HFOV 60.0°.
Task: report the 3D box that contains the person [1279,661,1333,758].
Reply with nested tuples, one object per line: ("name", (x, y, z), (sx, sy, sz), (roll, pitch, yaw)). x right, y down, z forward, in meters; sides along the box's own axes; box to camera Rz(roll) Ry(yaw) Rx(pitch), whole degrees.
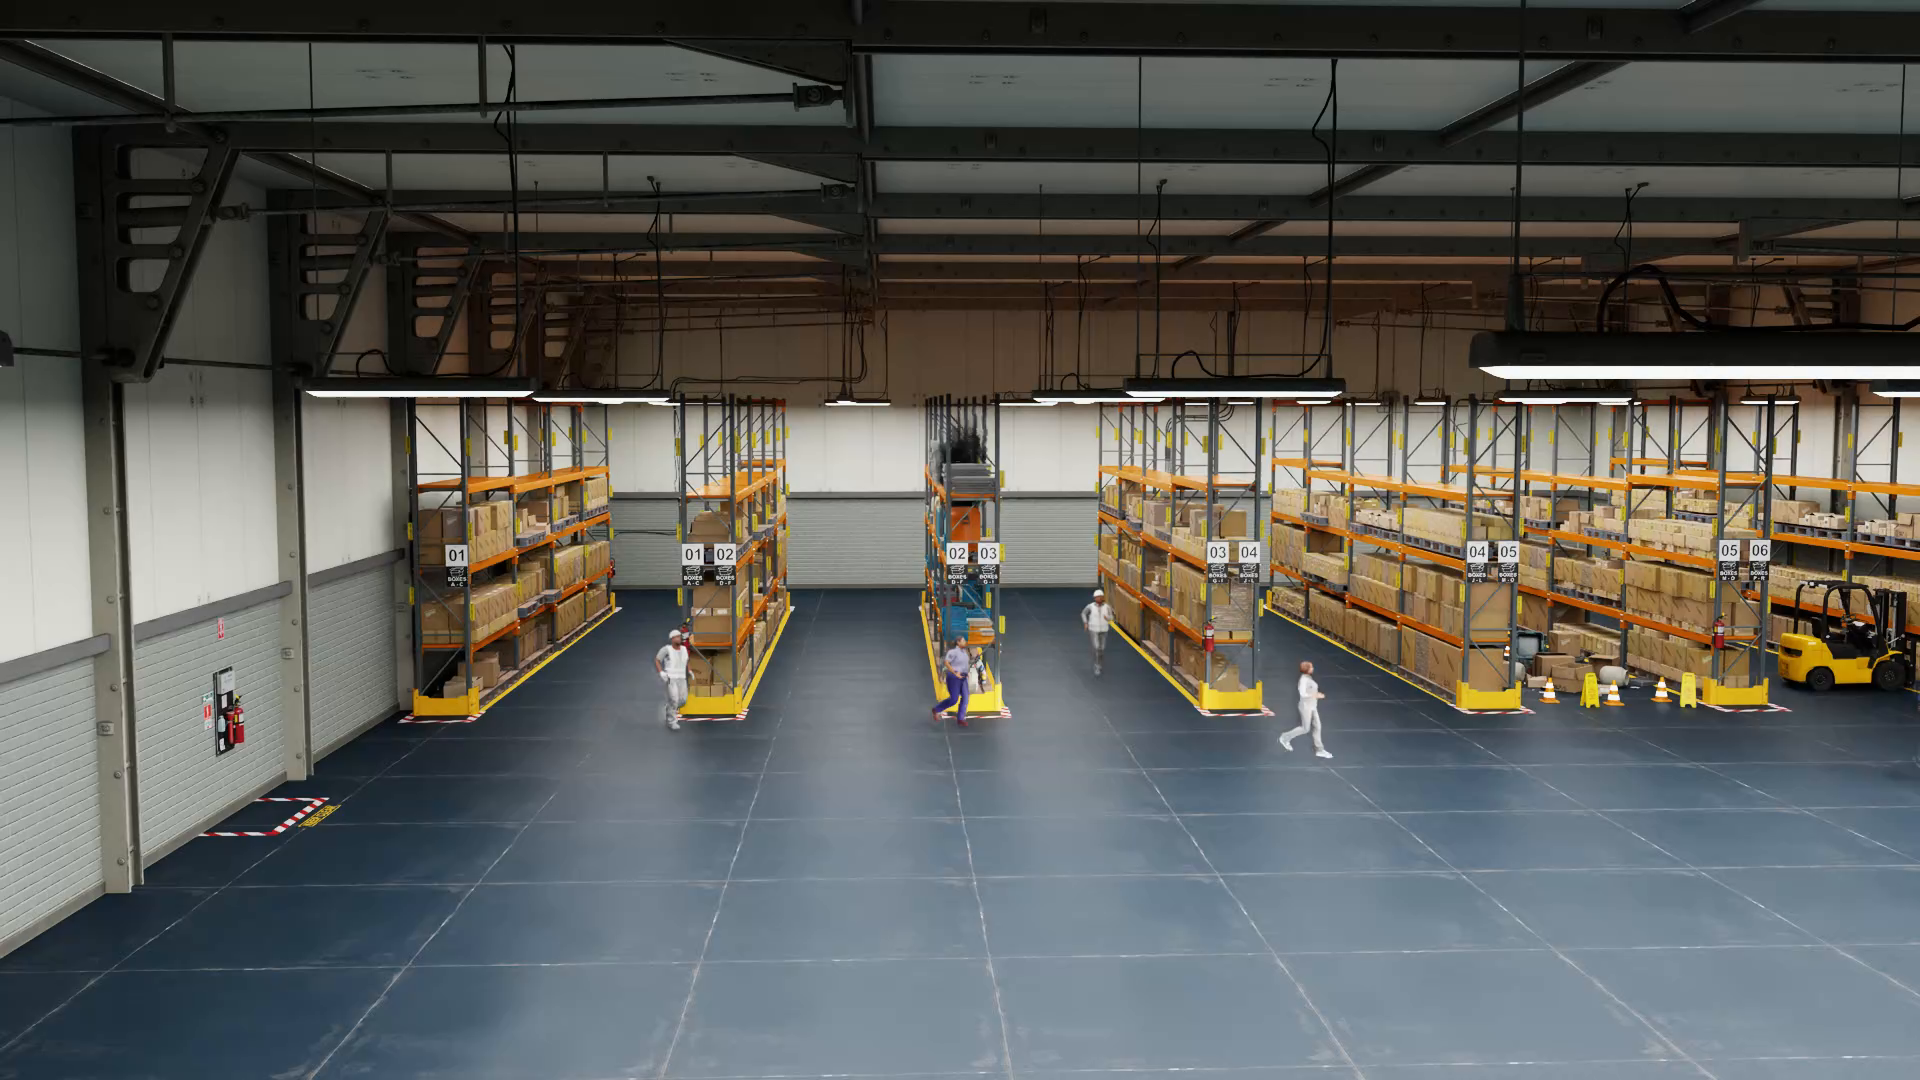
("person", (5.679, 2.758, 27.221), (0.867, 1.574, 0.541), (2, 5, 25))

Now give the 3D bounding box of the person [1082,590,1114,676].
("person", (2.992, 1.987, 35.976), (0.633, 1.822, 0.825), (-1, 5, -12))

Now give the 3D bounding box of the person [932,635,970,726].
("person", (-0.057, 2.535, 30.222), (0.748, 1.614, 0.683), (3, 5, 31))

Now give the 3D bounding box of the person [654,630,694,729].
("person", (-5.133, 2.501, 29.969), (0.732, 1.740, 0.586), (-4, 6, -44))
